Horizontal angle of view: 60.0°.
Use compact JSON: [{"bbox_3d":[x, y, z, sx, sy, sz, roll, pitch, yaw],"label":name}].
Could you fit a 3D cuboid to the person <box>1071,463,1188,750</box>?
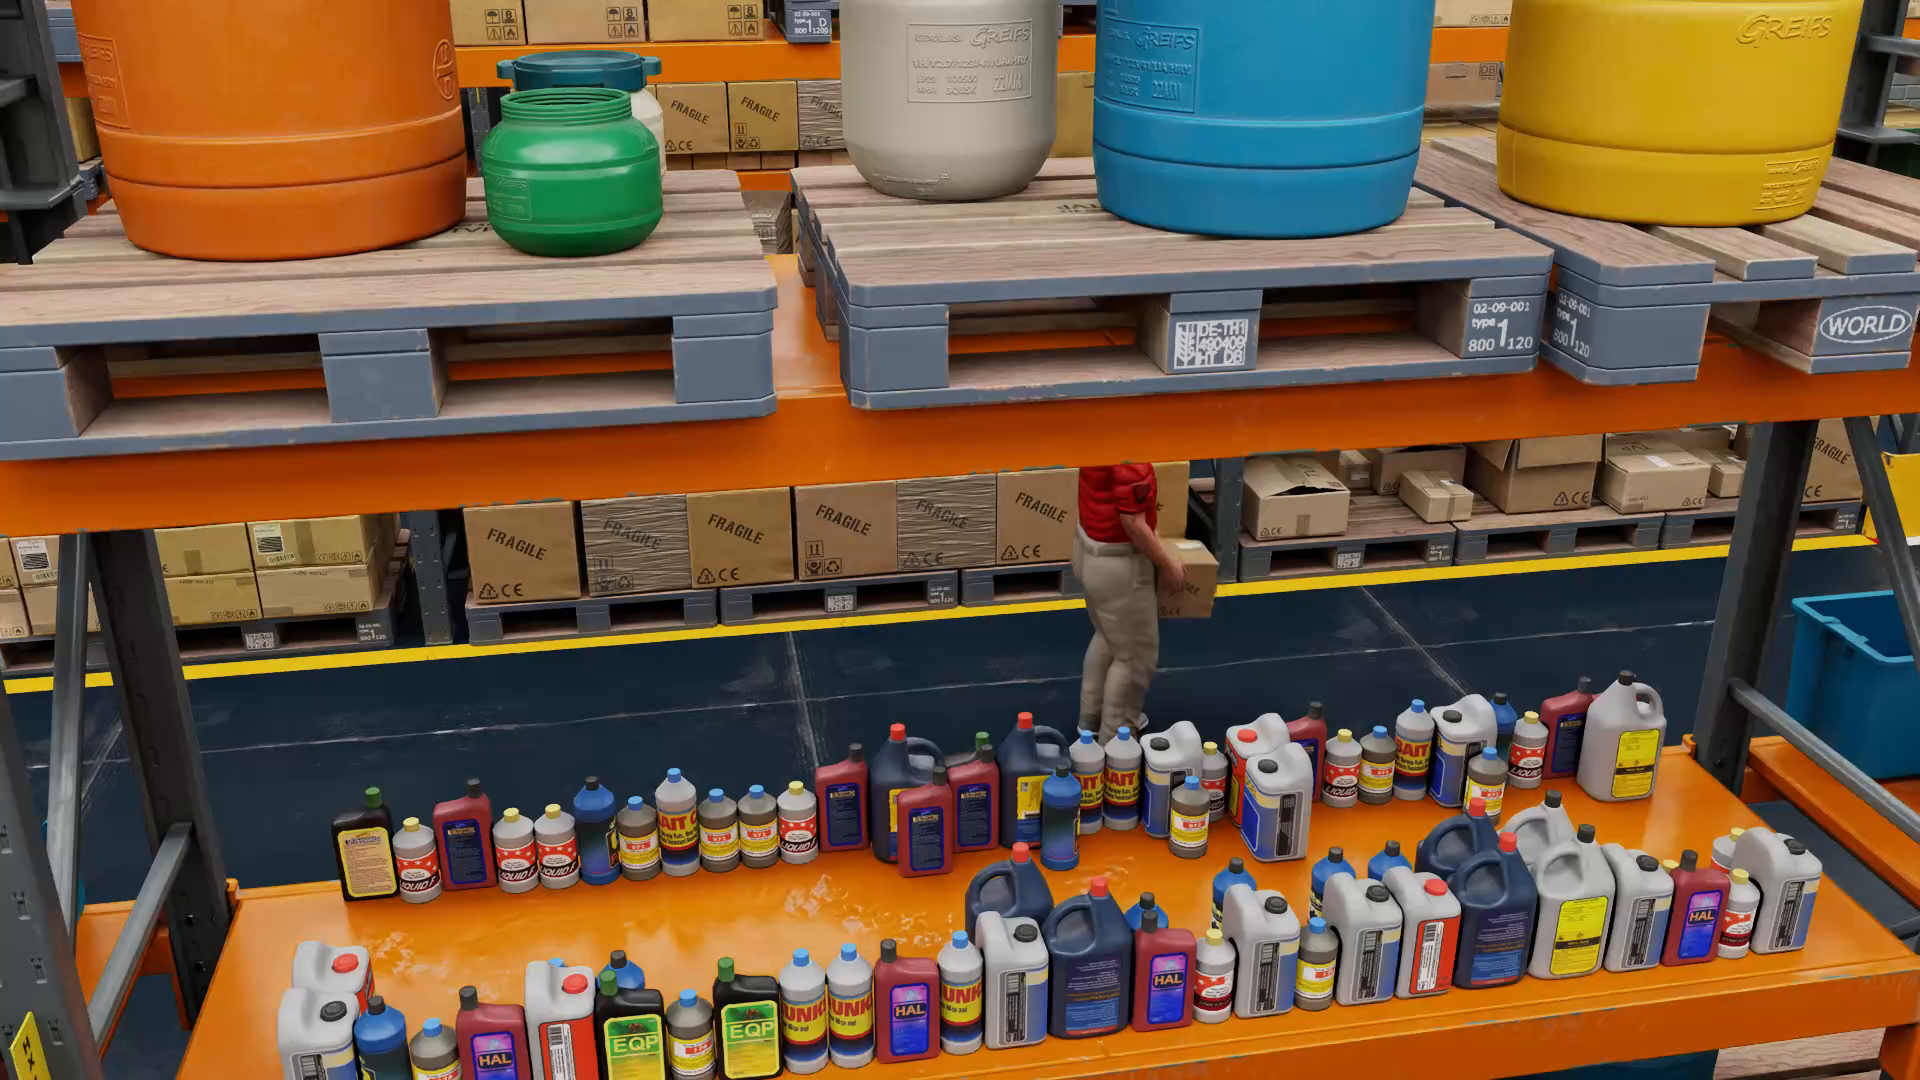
[{"bbox_3d":[0.693,0.094,6.886,0.431,1.733,0.539,-5,24,-11],"label":"person"}]
